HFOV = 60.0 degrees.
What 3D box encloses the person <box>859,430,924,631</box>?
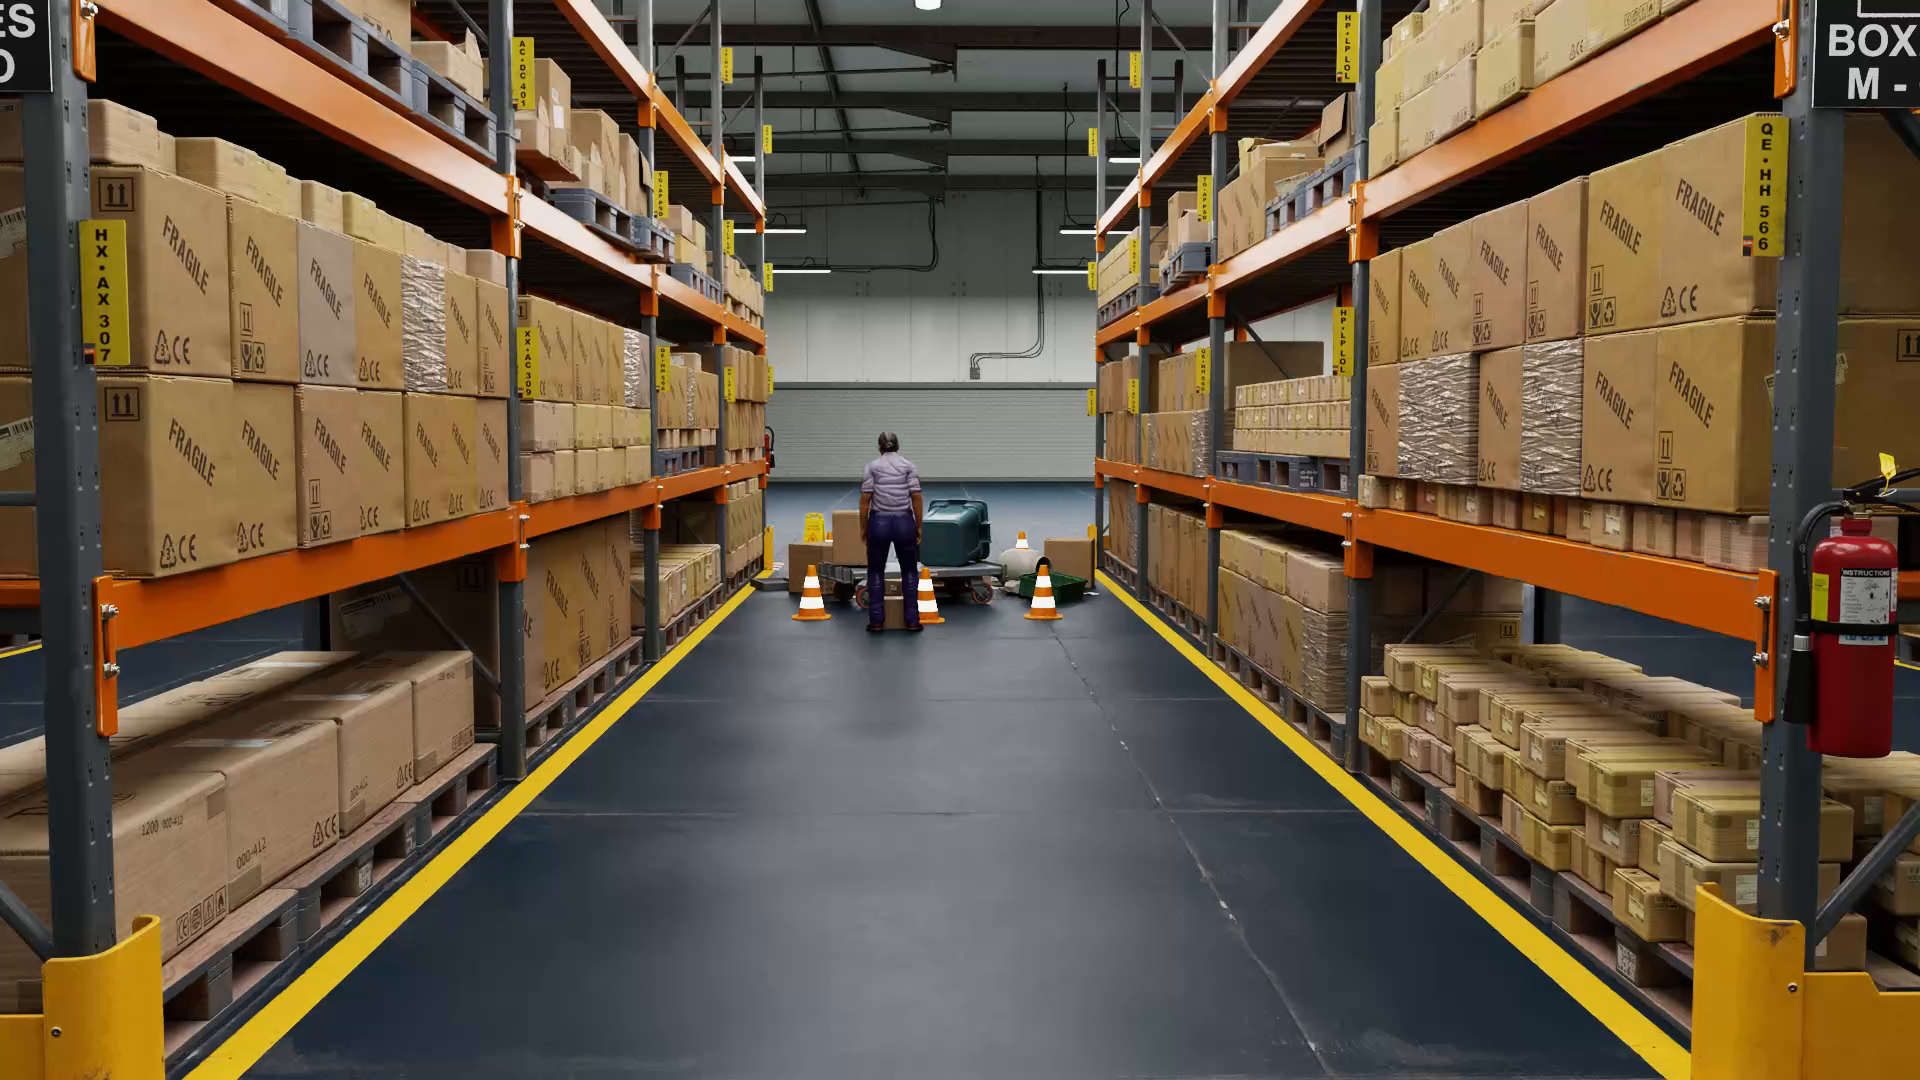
[{"bbox_3d":[-0.559,-0.074,13.662,0.537,1.651,0.337,0,4,-6],"label":"person"}]
